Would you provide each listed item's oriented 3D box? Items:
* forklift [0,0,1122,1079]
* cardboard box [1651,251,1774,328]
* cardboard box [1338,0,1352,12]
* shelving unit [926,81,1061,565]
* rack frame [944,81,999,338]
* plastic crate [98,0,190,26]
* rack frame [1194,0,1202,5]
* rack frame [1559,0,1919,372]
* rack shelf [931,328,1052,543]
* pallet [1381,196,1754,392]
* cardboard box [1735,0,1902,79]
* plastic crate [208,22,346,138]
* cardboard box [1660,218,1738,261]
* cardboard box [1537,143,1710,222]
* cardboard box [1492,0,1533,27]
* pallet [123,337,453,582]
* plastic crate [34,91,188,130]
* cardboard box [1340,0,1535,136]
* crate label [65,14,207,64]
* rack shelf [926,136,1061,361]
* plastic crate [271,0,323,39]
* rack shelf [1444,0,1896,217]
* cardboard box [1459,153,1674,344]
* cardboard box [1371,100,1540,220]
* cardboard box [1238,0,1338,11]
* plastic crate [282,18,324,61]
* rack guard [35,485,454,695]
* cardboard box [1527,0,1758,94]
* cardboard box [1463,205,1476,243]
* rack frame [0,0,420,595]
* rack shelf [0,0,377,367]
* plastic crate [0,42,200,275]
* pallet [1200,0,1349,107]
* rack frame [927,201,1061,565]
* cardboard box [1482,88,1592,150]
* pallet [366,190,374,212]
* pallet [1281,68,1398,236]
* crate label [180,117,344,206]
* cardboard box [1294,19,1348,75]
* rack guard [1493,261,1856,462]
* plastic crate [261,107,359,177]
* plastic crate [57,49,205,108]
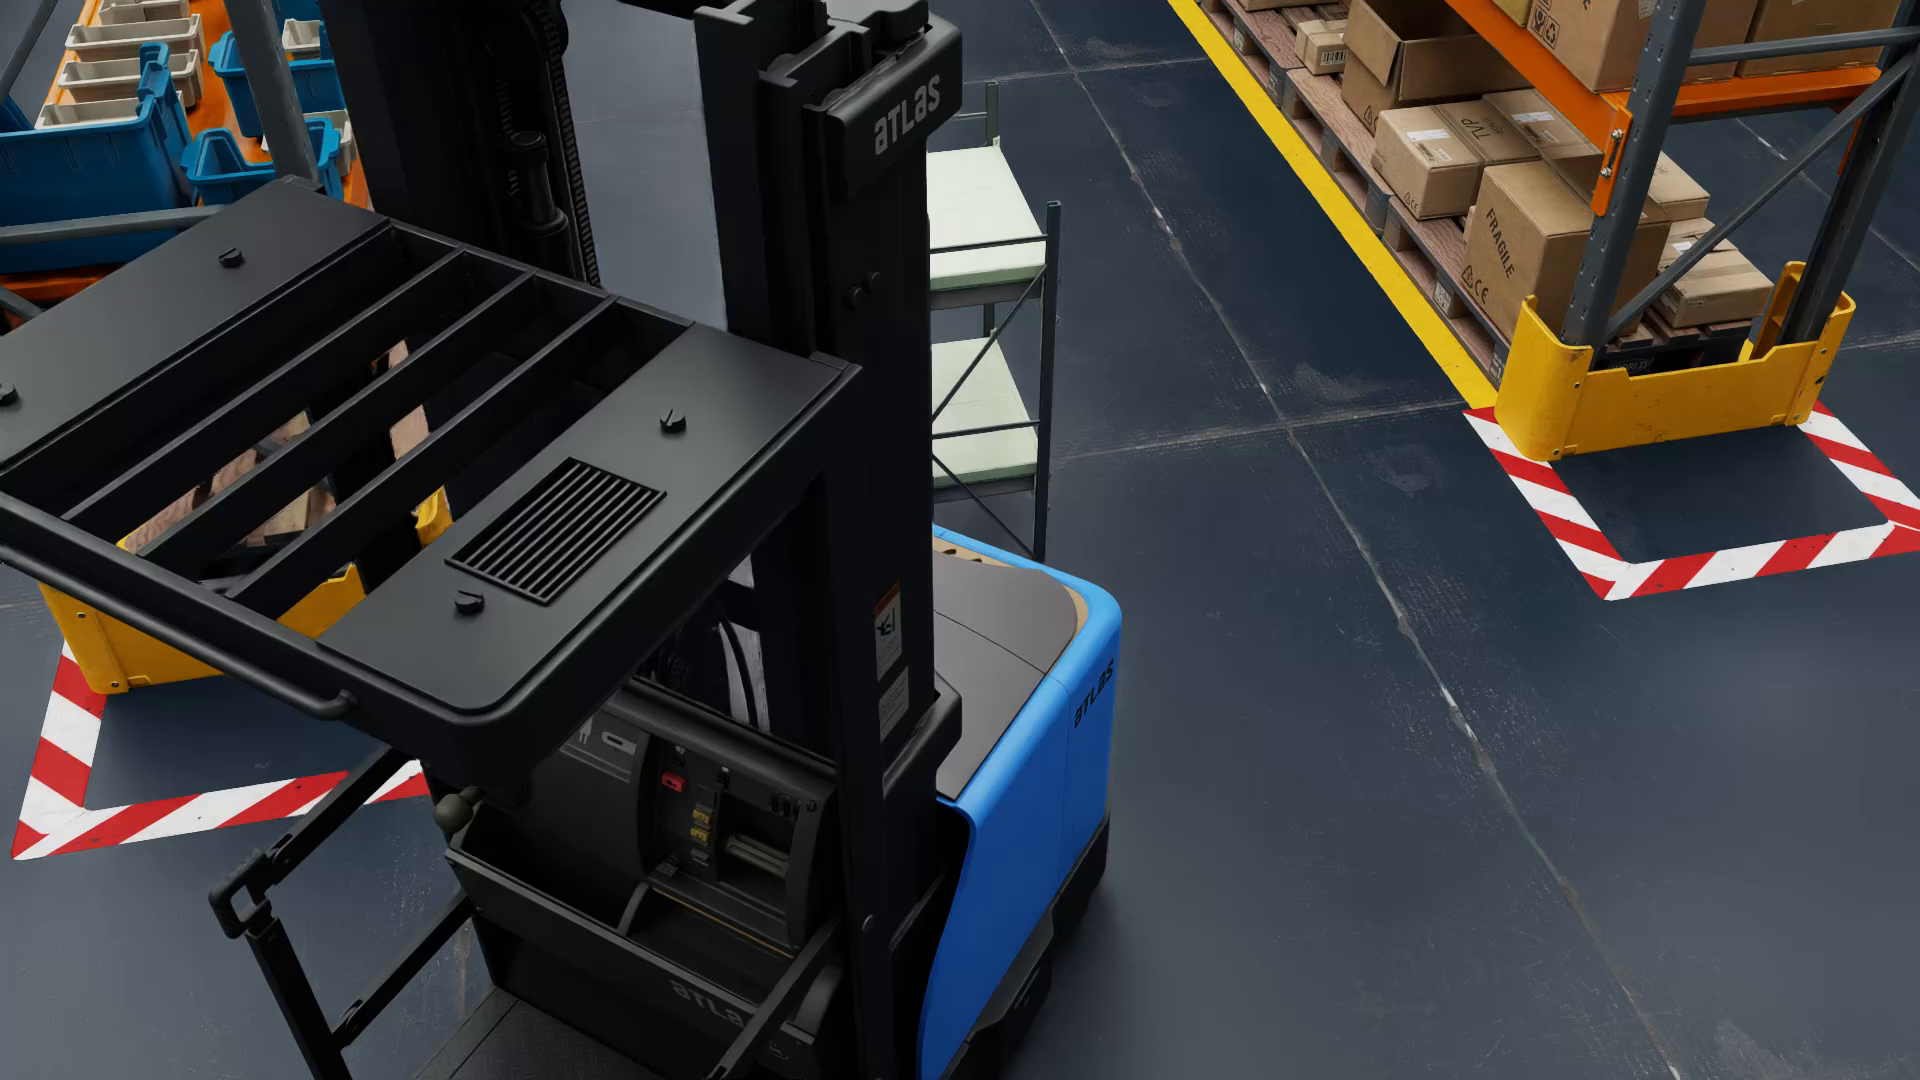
[{"bbox_3d":[-0.754,0.532,2.942,1.130,2.935,3.031,20,45,21],"label":"forklift"},{"bbox_3d":[2.870,-0.964,6.392,0.380,0.149,0.250,-8,42,-9],"label":"cardboard box"},{"bbox_3d":[2.161,-3.038,8.465,0.500,0.500,0.500,-8,42,-9],"label":"cardboard box"},{"bbox_3d":[-0.001,-0.565,5.257,0.431,1.500,0.755,-8,42,-9],"label":"shelving unit"},{"bbox_3d":[-0.080,-0.802,5.524,0.400,1.500,0.023,-8,42,-9],"label":"rack frame"},{"bbox_3d":[-2.780,-1.820,5.694,0.298,0.136,0.250,-8,42,-9],"label":"plastic crate"},{"bbox_3d":[1.761,-4.137,8.151,1.000,3.000,0.127,-8,42,-9],"label":"rack frame"},{"bbox_3d":[2.625,-1.545,5.231,1.000,3.000,0.127,-8,42,-9],"label":"rack frame"},{"bbox_3d":[-0.001,-0.321,5.473,0.431,0.370,0.720,-8,42,-9],"label":"rack shelf"},{"bbox_3d":[2.435,-1.068,6.794,1.003,0.211,1.213,-8,42,-9],"label":"pallet"},{"bbox_3d":[2.786,-1.907,5.564,0.500,0.500,0.500,-8,42,-8],"label":"cardboard box"},{"bbox_3d":[-2.087,-1.431,5.183,0.416,0.233,0.300,-8,42,-9],"label":"plastic crate"},{"bbox_3d":[2.816,-1.132,6.569,0.380,0.166,0.250,-8,42,-9],"label":"cardboard box"},{"bbox_3d":[2.676,-1.398,6.805,0.500,0.250,0.500,-8,42,-9],"label":"cardboard box"},{"bbox_3d":[2.147,-2.169,5.859,0.500,0.500,0.500,-8,42,-9],"label":"cardboard box"},{"bbox_3d":[-2.353,-0.335,5.968,1.003,0.211,1.213,-8,42,-9],"label":"pallet"},{"bbox_3d":[-2.566,-1.264,5.068,0.396,0.136,0.243,-8,42,-9],"label":"plastic crate"},{"bbox_3d":[2.172,-2.151,7.463,0.797,0.503,0.637,-8,42,-9],"label":"cardboard box"},{"bbox_3d":[-2.698,-1.631,5.481,0.396,0.136,0.243,-8,42,-9],"label":"crate label"},{"bbox_3d":[-0.001,-0.857,4.998,0.431,0.370,0.720,-8,42,-9],"label":"rack shelf"},{"bbox_3d":[-2.229,-1.858,5.664,0.416,0.233,0.300,-8,42,-9],"label":"plastic crate"},{"bbox_3d":[2.193,-2.572,6.930,1.077,0.370,4.000,-8,42,-9],"label":"rack shelf"},{"bbox_3d":[2.267,-1.091,6.272,0.500,0.500,0.500,-8,42,-9],"label":"cardboard box"},{"bbox_3d":[2.091,-1.618,7.053,0.500,0.250,0.500,-8,42,-9],"label":"cardboard box"},{"bbox_3d":[1.641,-2.993,8.557,0.500,0.311,0.500,-8,42,-9],"label":"cardboard box"},{"bbox_3d":[-2.079,-1.628,5.478,0.250,0.136,0.298,-8,42,-9],"label":"plastic crate"},{"bbox_3d":[-2.195,0.111,5.248,1.175,0.500,0.348,-8,42,-9],"label":"rack guard"},{"bbox_3d":[2.262,-1.833,5.480,0.500,0.500,0.500,-7,42,-8],"label":"cardboard box"},{"bbox_3d":[2.267,-1.242,6.693,0.380,0.166,0.250,-8,42,-9],"label":"cardboard box"},{"bbox_3d":[-2.213,-0.837,4.434,1.000,3.000,0.127,-8,42,-9],"label":"rack frame"},{"bbox_3d":[-2.645,-1.865,6.133,1.077,0.370,4.000,-8,42,-9],"label":"rack shelf"},{"bbox_3d":[-2.467,-1.063,4.616,0.616,0.435,0.499,-8,42,-9],"label":"plastic crate"},{"bbox_3d":[1.909,-2.649,8.576,1.003,0.211,1.213,-8,42,-9],"label":"pallet"},{"bbox_3d":[0.078,-0.328,4.990,0.400,1.500,0.023,-8,42,-9],"label":"rack frame"},{"bbox_3d":[2.568,-1.722,7.170,0.500,0.250,0.500,-8,42,-9],"label":"cardboard box"},{"bbox_3d":[-2.613,-1.124,6.857,1.003,0.211,1.213,-8,42,-9],"label":"pallet"},{"bbox_3d":[2.175,-1.857,7.683,1.003,0.211,1.213,-8,42,-9],"label":"pallet"},{"bbox_3d":[-1.945,-1.004,4.703,0.416,0.233,0.303,-8,42,-9],"label":"crate label"},{"bbox_3d":[1.837,-2.380,7.974,0.380,0.166,0.250,-8,42,-9],"label":"cardboard box"},{"bbox_3d":[2.608,-0.659,6.116,1.175,0.500,0.348,-8,42,-9],"label":"rack guard"},{"bbox_3d":[-1.933,-1.188,4.982,0.250,0.136,0.298,-8,42,-9],"label":"plastic crate"},{"bbox_3d":[-2.614,-1.454,5.282,0.396,0.136,0.243,-8,42,-9],"label":"plastic crate"}]
